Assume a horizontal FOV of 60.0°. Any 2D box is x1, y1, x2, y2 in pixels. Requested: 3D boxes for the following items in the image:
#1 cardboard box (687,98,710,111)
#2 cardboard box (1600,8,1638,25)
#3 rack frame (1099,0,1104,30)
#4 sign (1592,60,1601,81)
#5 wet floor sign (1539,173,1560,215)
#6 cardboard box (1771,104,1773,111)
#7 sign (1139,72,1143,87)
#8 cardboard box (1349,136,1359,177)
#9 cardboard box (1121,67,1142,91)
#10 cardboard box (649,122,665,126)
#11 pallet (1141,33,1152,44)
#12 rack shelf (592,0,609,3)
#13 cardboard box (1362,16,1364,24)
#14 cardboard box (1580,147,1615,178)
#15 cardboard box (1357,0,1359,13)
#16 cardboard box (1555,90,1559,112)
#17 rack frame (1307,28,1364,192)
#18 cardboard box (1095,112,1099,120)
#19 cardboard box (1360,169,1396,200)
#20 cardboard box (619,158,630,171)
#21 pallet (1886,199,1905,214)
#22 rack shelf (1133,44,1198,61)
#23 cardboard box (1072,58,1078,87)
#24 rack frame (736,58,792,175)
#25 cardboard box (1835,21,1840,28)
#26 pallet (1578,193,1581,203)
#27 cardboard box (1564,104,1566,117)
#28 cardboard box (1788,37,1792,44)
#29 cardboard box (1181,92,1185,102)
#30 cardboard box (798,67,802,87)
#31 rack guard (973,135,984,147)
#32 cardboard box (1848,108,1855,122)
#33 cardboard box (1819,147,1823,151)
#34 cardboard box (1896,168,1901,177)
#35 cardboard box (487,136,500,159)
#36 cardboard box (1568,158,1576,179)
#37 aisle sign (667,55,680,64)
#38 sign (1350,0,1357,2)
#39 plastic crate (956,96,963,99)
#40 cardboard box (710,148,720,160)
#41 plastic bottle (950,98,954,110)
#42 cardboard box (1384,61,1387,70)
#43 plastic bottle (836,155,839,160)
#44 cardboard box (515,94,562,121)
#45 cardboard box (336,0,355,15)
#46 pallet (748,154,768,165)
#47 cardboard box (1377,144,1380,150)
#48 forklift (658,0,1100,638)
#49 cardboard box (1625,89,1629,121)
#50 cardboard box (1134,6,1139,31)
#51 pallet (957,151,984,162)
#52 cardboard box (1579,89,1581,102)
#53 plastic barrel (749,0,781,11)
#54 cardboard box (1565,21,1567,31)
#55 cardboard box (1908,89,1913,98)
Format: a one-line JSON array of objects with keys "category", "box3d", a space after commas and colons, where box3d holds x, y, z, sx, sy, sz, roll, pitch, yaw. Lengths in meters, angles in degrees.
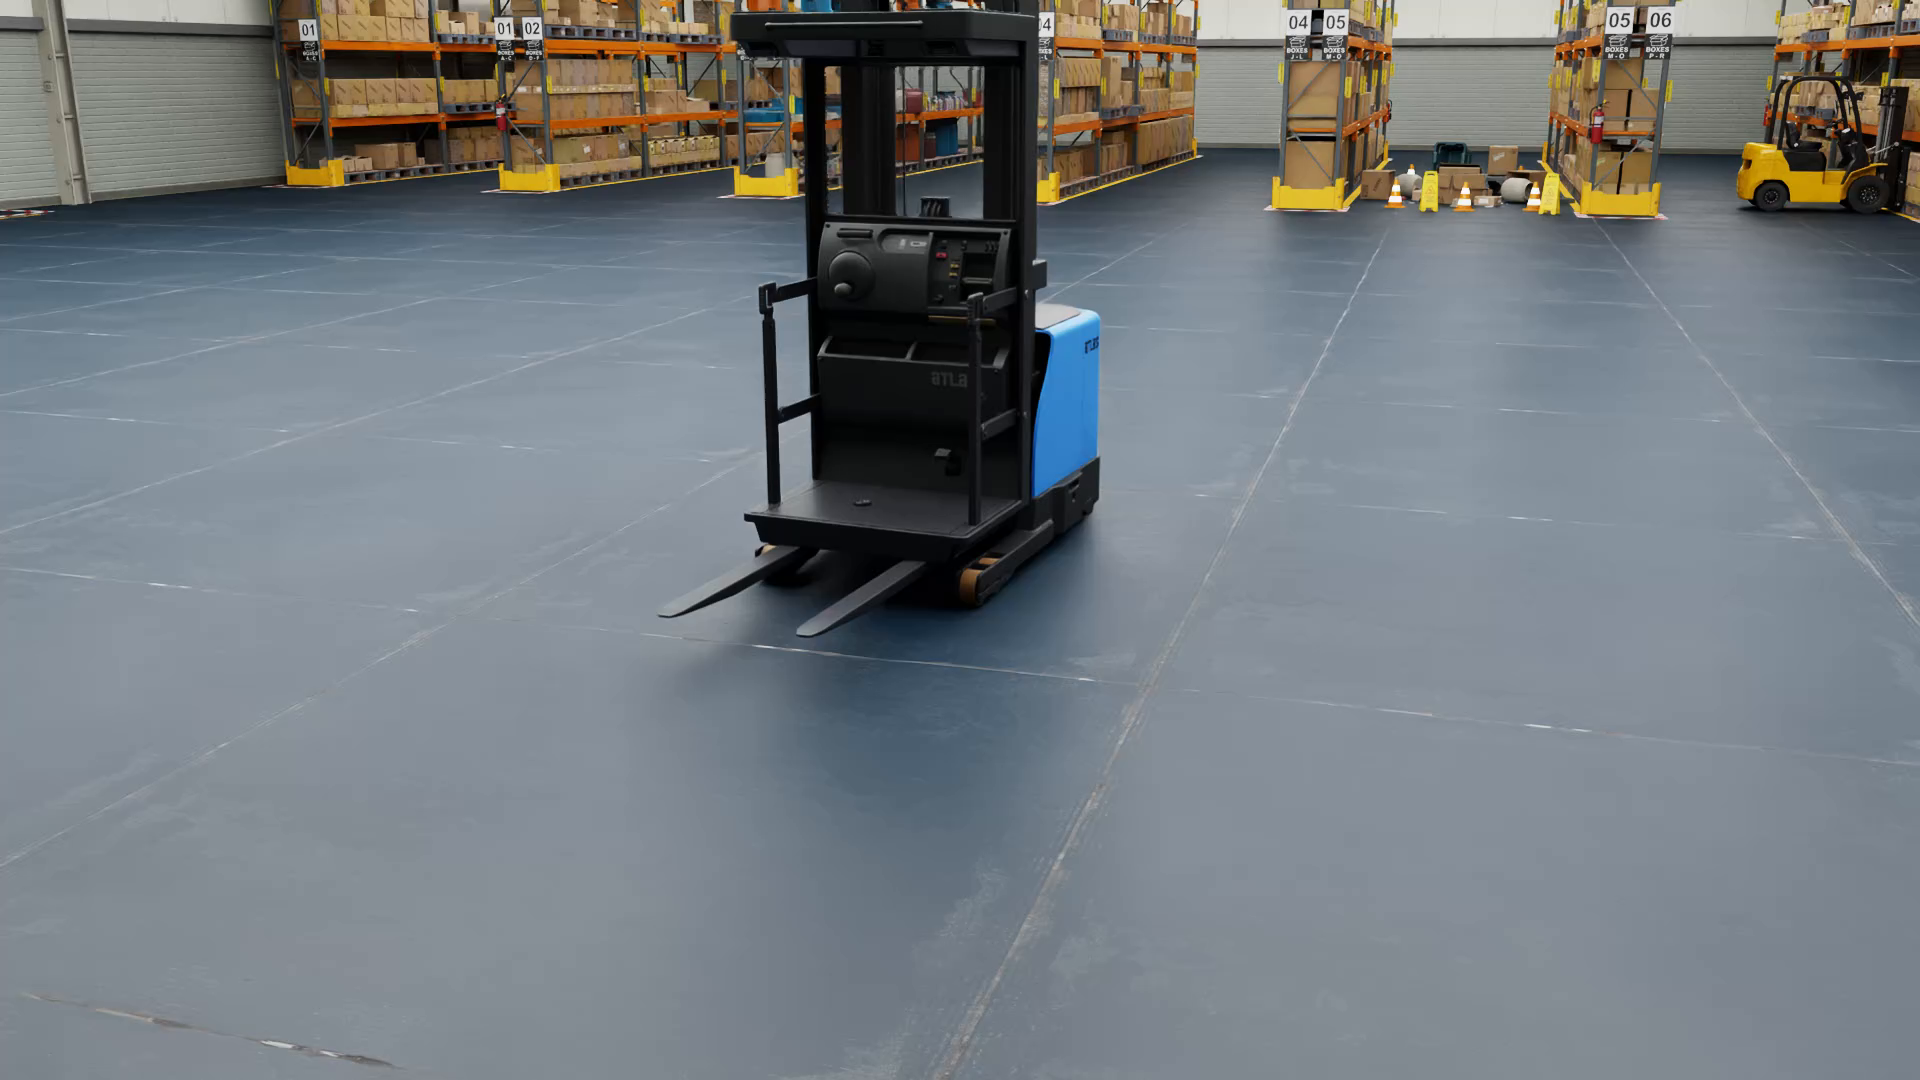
[{"category": "cardboard box", "box3d": [-6.214, -10.209, 38.988, 0.500, 0.311, 0.500, 6, 17, 19]}, {"category": "cardboard box", "box3d": [10.543, -8.382, 26.615, 0.500, 0.250, 0.500, 4, 16, 15]}, {"category": "rack frame", "box3d": [2.292, -11.414, 32.079, 1.000, 3.000, 0.127, 5, 16, 16]}, {"category": "sign", "box3d": [10.130, -7.470, 26.468, 0.100, 0.325, 0.005, 5, 16, 16]}, {"category": "wet floor sign", "box3d": [9.577, -5.613, 26.937, 0.267, 0.644, 0.232, 11, 19, 35]}, {"category": "cardboard box", "box3d": [19.607, -10.329, 39.710, 0.380, 0.149, 0.250, 4, 16, 15]}, {"category": "sign", "box3d": [3.951, -10.054, 36.301, 0.100, 0.325, 0.005, 5, 16, 16]}, {"category": "cardboard box", "box3d": [7.386, -7.658, 33.184, 1.050, 0.750, 0.750, 5, 16, 16]}, {"category": "cardboard box", "box3d": [3.652, -10.295, 37.107, 0.797, 0.503, 0.637, 5, 17, 18]}, {"category": "cardboard box", "box3d": [-8.582, -11.826, 47.147, 0.380, 0.149, 0.250, 5, 17, 17]}, {"category": "pallet", "box3d": [3.561, -11.099, 36.812, 1.213, 0.211, 1.003, 5, 17, 18]}, {"category": "rack shelf", "box3d": [-10.250, -13.597, 41.829, 1.077, 0.370, 4.000, 5, 16, 16]}, {"category": "cardboard box", "box3d": [7.222, -9.569, 30.579, 0.380, 0.149, 0.250, 5, 16, 16]}, {"category": "cardboard box", "box3d": [10.929, -6.451, 28.471, 0.500, 0.500, 0.500, 4, 16, 15]}, {"category": "cardboard box", "box3d": [6.694, -9.337, 29.030, 0.500, 0.250, 0.500, 5, 16, 16]}, {"category": "cardboard box", "box3d": [14.094, -10.177, 38.528, 0.500, 0.500, 0.500, 4, 16, 15]}, {"category": "rack frame", "box3d": [7.019, -8.117, 31.449, 1.000, 3.000, 0.127, 5, 16, 16]}, {"category": "cardboard box", "box3d": [2.512, -8.328, 32.653, 0.380, 0.149, 0.250, 5, 16, 16]}, {"category": "cardboard box", "box3d": [7.561, -6.430, 30.077, 0.500, 0.500, 0.500, 8, 18, 25]}, {"category": "cardboard box", "box3d": [-7.279, -7.908, 34.982, 0.500, 0.250, 0.500, 5, 16, 16]}, {"category": "pallet", "box3d": [15.942, -5.509, 27.364, 1.003, 0.211, 1.213, 5, 16, 16]}, {"category": "rack shelf", "box3d": [5.134, -12.241, 41.811, 1.077, 0.370, 4.000, 5, 16, 16]}, {"category": "cardboard box", "box3d": [1.862, -8.537, 30.371, 0.500, 0.500, 0.500, 5, 16, 16]}, {"category": "rack frame", "box3d": [-3.594, -7.865, 30.562, 1.000, 3.000, 0.127, 5, 16, 16]}, {"category": "cardboard box", "box3d": [17.951, -10.431, 33.654, 0.380, 0.149, 0.250, 5, 17, 18]}, {"category": "pallet", "box3d": [11.291, -5.919, 28.811, 1.003, 0.211, 1.213, 5, 16, 16]}, {"category": "cardboard box", "box3d": [12.955, -9.021, 34.911, 0.500, 0.250, 0.500, 5, 17, 17]}, {"category": "cardboard box", "box3d": [19.121, -11.378, 37.910, 0.380, 0.149, 0.250, 5, 16, 16]}, {"category": "cardboard box", "box3d": [5.385, -11.188, 42.008, 0.500, 0.250, 0.500, 5, 16, 16]}, {"category": "cardboard box", "box3d": [-4.382, -12.156, 43.672, 0.500, 0.500, 0.500, 4, 16, 14]}, {"category": "rack guard", "box3d": [0.948, -10.856, 45.687, 1.175, 0.500, 0.348, 5, 16, 16]}, {"category": "cardboard box", "box3d": [17.042, -7.986, 31.263, 0.500, 0.250, 0.500, 4, 16, 14]}, {"category": "cardboard box", "box3d": [17.902, -7.816, 34.199, 0.500, 0.500, 0.500, 5, 17, 18]}, {"category": "cardboard box", "box3d": [15.680, -5.998, 27.331, 0.500, 0.250, 0.500, 5, 16, 16]}, {"category": "cardboard box", "box3d": [-11.345, -9.285, 39.343, 0.700, 0.500, 0.500, 5, 16, 16]}, {"category": "cardboard box", "box3d": [12.337, -7.205, 32.280, 0.950, 0.372, 0.625, 5, 17, 18]}, {"category": "aisle sign", "box3d": [-8.237, -14.066, 47.659, 0.394, 0.787, 0.004, 5, 16, 16]}, {"category": "sign", "box3d": [6.412, -8.927, 27.062, 0.100, 0.325, 0.005, 5, 16, 16]}, {"category": "plastic crate", "box3d": [0.108, -11.538, 43.706, 0.416, 0.233, 0.300, 5, 16, 16]}, {"category": "cardboard box", "box3d": [-5.984, -9.066, 39.065, 0.500, 0.250, 0.500, 5, 17, 17]}, {"category": "plastic bottle", "box3d": [-0.233, -10.589, 40.394, 0.152, 0.276, 0.135, 5, 16, 16]}, {"category": "cardboard box", "box3d": [9.959, -11.247, 39.925, 0.500, 0.500, 0.500, 5, 17, 17]}, {"category": "plastic bottle", "box3d": [-2.502, -7.669, 33.920, 0.144, 0.351, 0.185, 5, 16, 16]}, {"category": "cardboard box", "box3d": [-8.197, -8.420, 32.334, 0.700, 0.500, 0.500, 5, 16, 16]}, {"category": "cardboard box", "box3d": [-12.559, -10.825, 33.447, 0.500, 0.500, 0.500, 4, 16, 15]}, {"category": "pallet", "box3d": [-5.471, -9.512, 41.480, 1.003, 0.211, 1.213, 5, 16, 16]}, {"category": "cardboard box", "box3d": [10.035, -9.595, 40.569, 0.380, 0.149, 0.250, 4, 16, 15]}, {"category": "forklift", "box3d": [-0.293, -1.250, 7.364, 1.130, 2.935, 3.031, 6, 17, 22]}, {"category": "cardboard box", "box3d": [11.201, -7.142, 27.284, 0.500, 0.500, 0.500, 5, 17, 18]}, {"category": "cardboard box", "box3d": [3.533, -11.162, 35.588, 0.500, 0.500, 0.500, 5, 17, 17]}, {"category": "pallet", "box3d": [-0.012, -9.859, 42.700, 1.003, 0.211, 1.213, 5, 16, 16]}, {"category": "cardboard box", "box3d": [11.844, -8.421, 31.023, 0.500, 0.500, 0.500, 5, 17, 16]}, {"category": "plastic barrel", "box3d": [-3.577, -9.854, 30.520, 0.600, 0.830, 0.708, 5, 16, 16]}, {"category": "cardboard box", "box3d": [13.589, -11.329, 36.753, 0.396, 0.266, 0.258, 4, 16, 15]}, {"category": "cardboard box", "box3d": [15.819, -7.340, 27.338, 0.380, 0.149, 0.250, 4, 16, 14]}]
